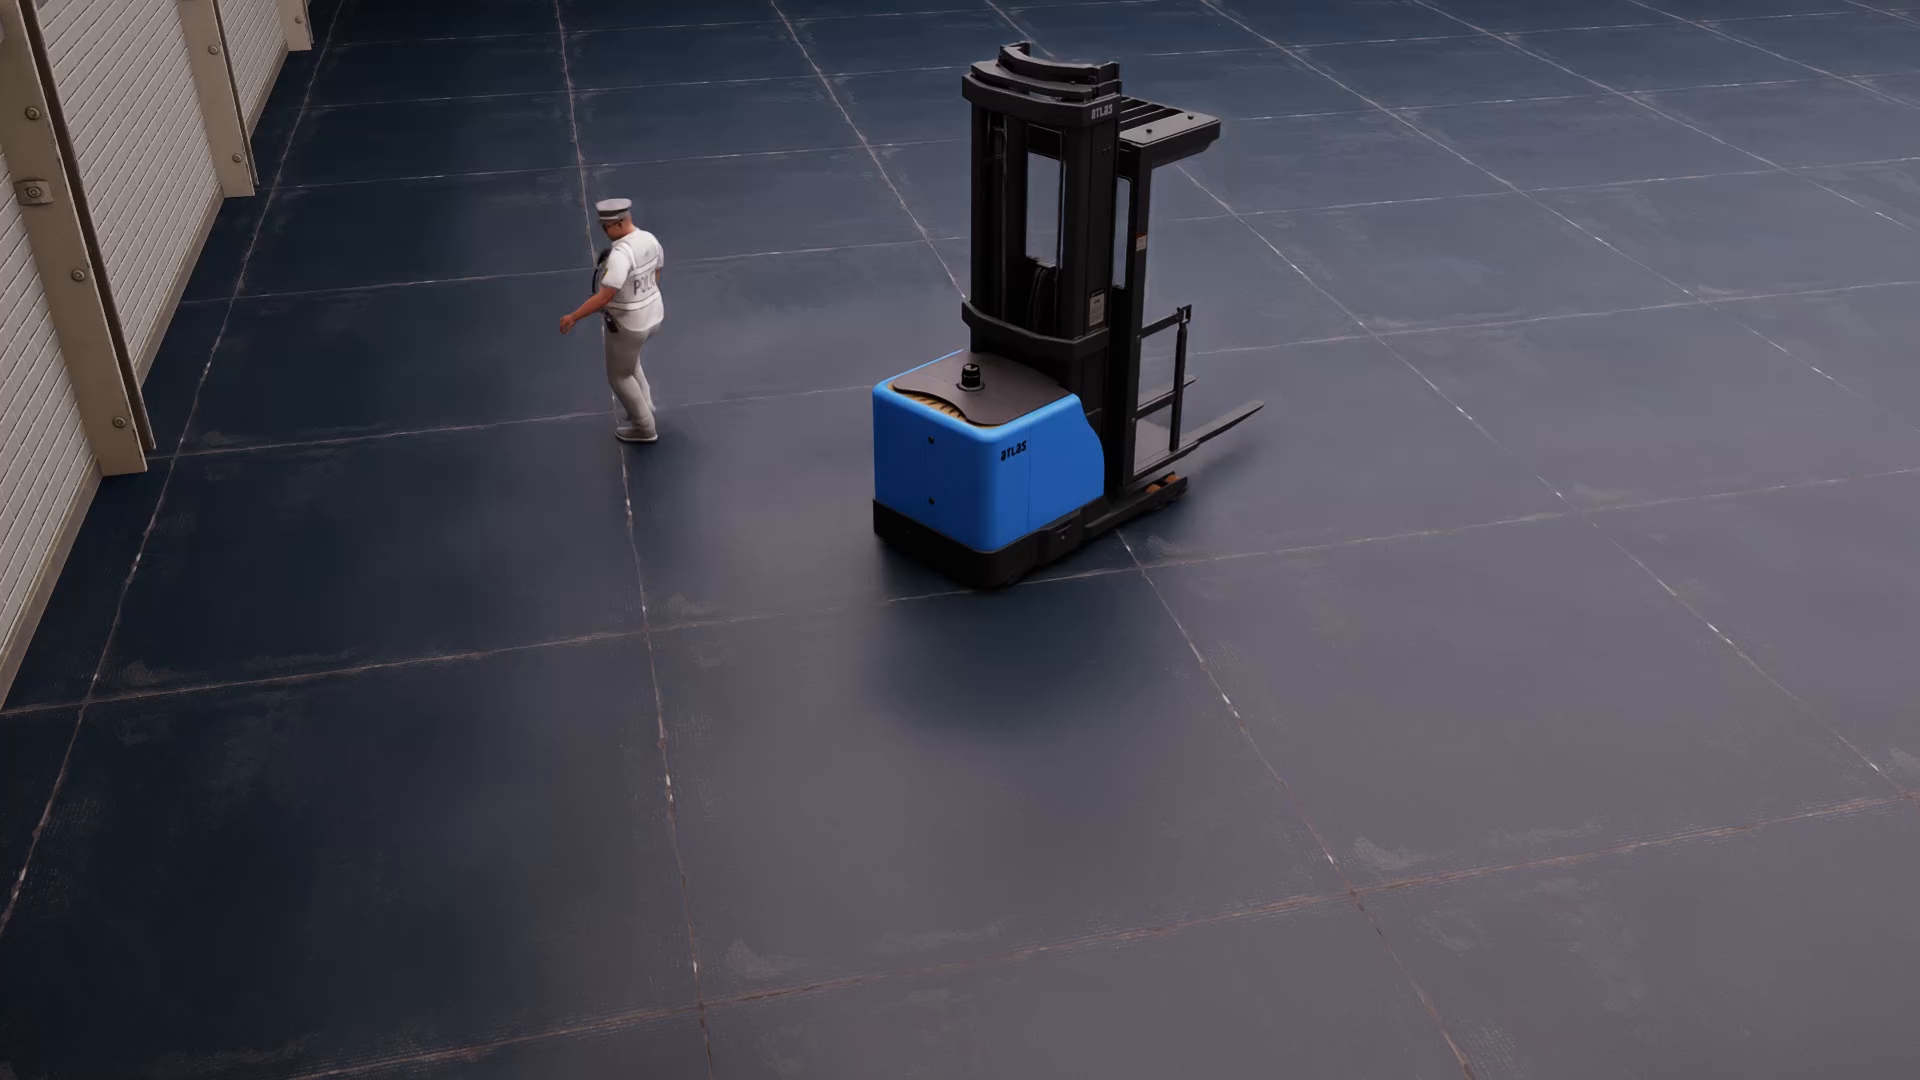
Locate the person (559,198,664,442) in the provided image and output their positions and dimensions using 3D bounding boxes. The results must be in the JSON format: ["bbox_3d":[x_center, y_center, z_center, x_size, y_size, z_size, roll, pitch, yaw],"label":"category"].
[{"bbox_3d":[-2.294,-1.473,11.386,0.493,1.780,0.923,12,32,20],"label":"person"}]

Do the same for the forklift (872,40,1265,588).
[{"bbox_3d":[0.852,-1.624,10.379,1.130,2.935,3.031,26,39,38],"label":"forklift"}]
